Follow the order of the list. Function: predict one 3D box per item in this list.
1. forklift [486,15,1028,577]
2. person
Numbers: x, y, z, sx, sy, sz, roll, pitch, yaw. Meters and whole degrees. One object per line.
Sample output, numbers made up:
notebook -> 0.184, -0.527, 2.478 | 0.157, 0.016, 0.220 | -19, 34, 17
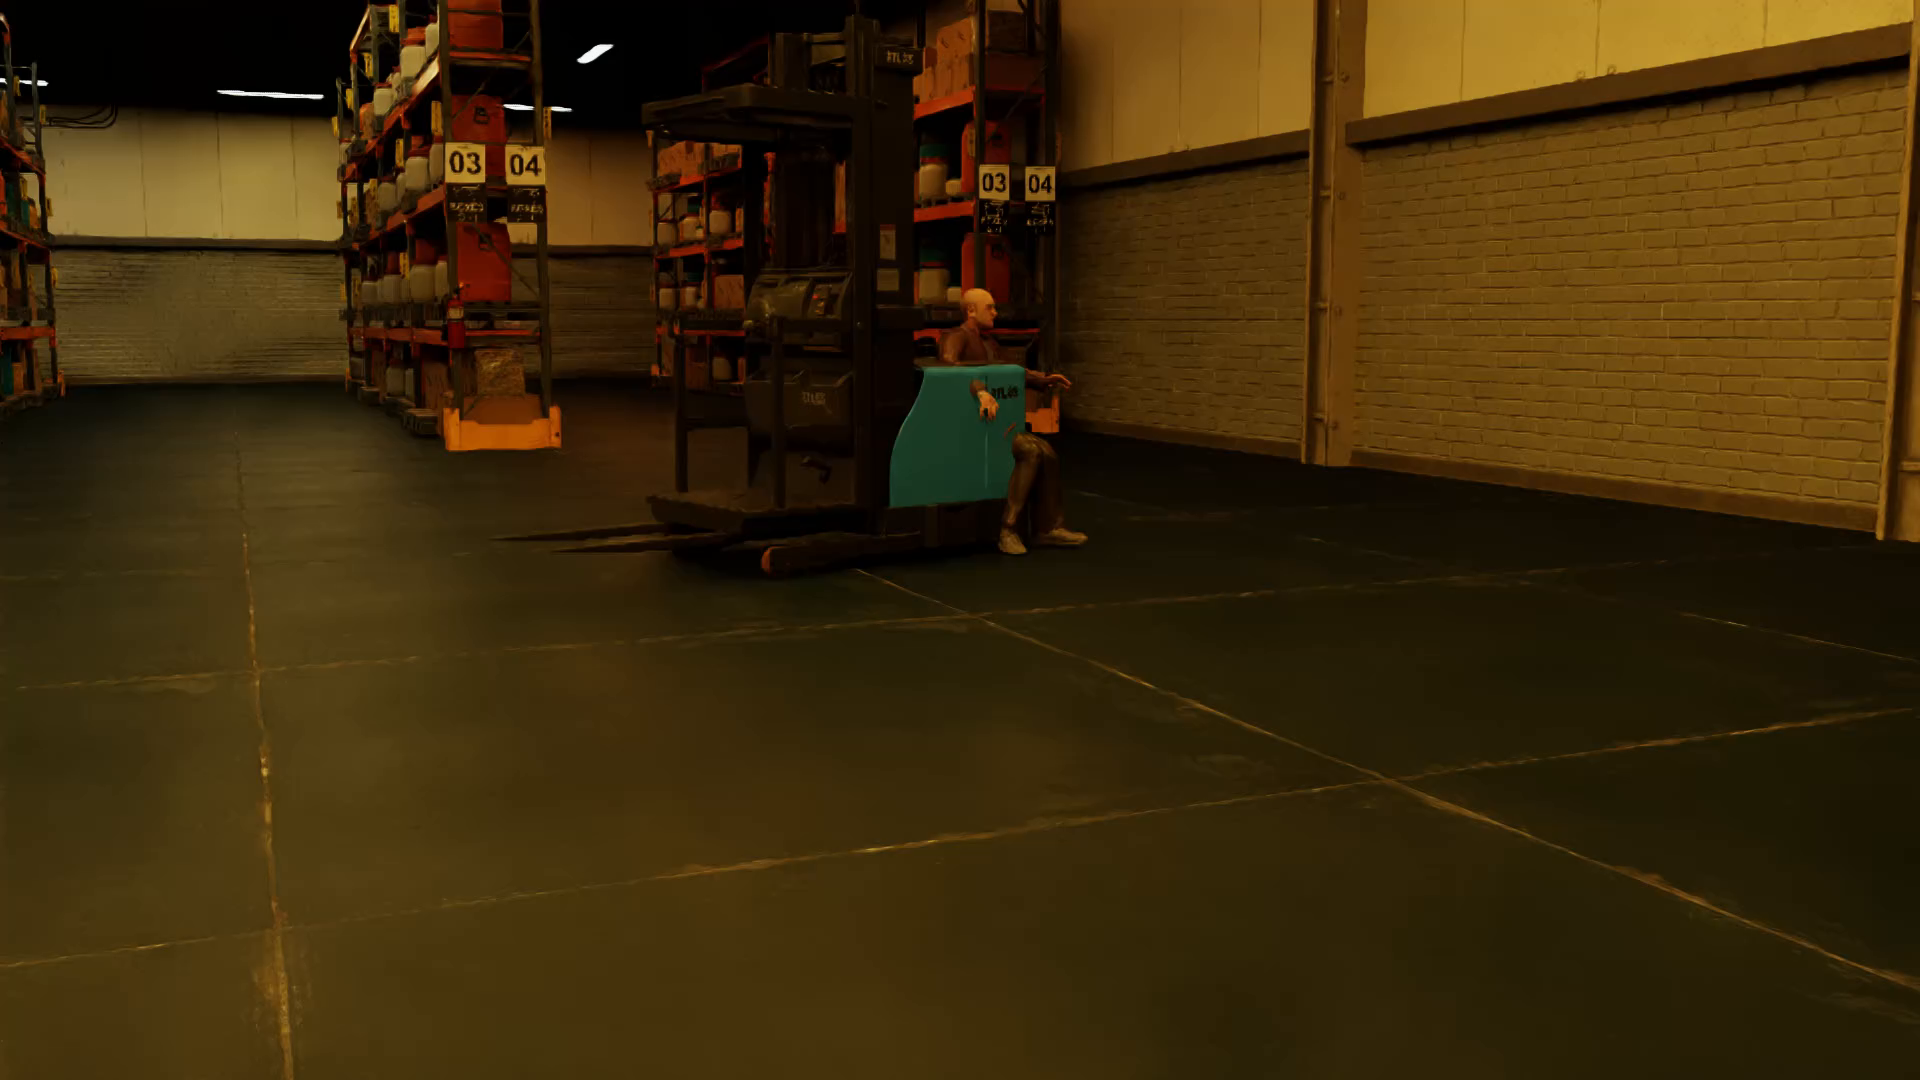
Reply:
forklift -> -1.056, -1.336, 9.071 | 3.031, 2.935, 1.130 | -6, 10, -39
person -> 0.336, -0.713, 9.834 | 0.892, 1.540, 0.963 | 2, 8, 15
